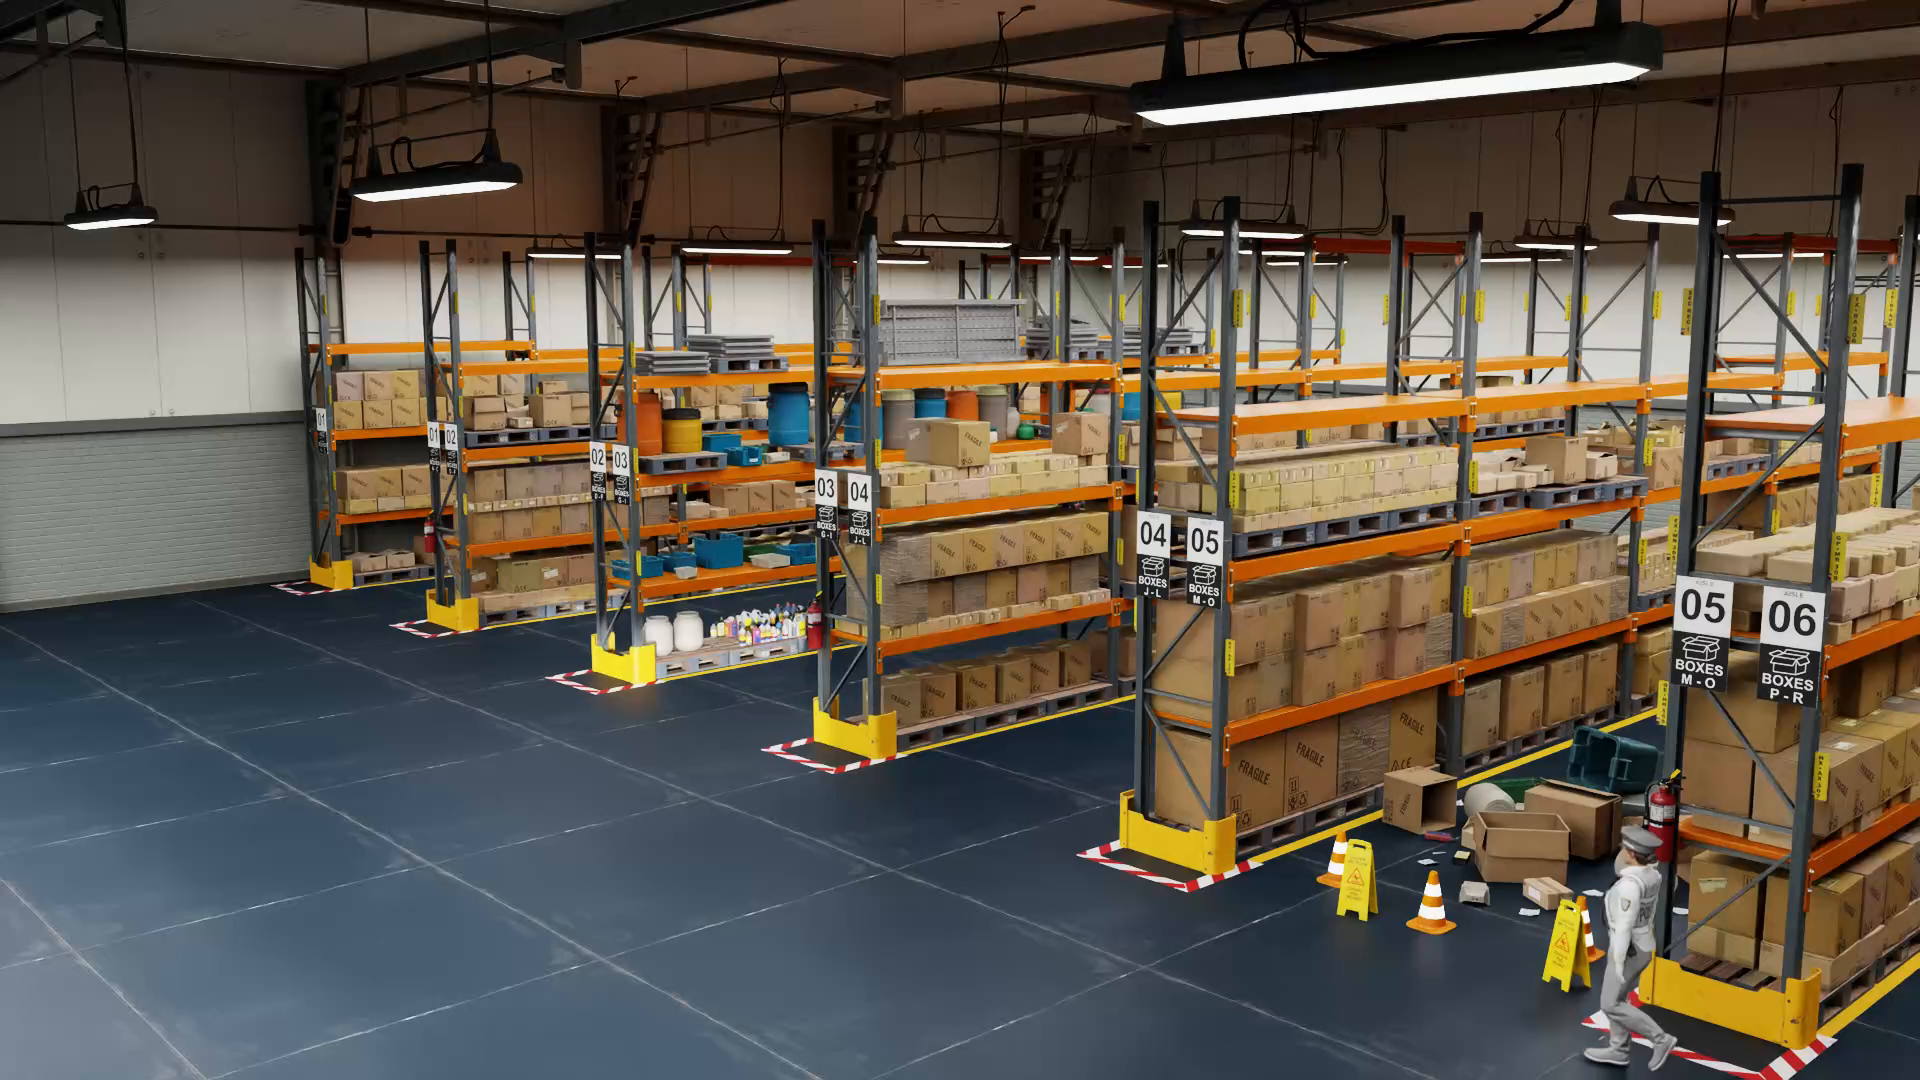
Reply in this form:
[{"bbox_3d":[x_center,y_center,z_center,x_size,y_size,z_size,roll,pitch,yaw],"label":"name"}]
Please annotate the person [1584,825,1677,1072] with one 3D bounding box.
[{"bbox_3d":[4.480,2.727,11.019,0.551,1.673,0.474,3,9,18],"label":"person"}]
